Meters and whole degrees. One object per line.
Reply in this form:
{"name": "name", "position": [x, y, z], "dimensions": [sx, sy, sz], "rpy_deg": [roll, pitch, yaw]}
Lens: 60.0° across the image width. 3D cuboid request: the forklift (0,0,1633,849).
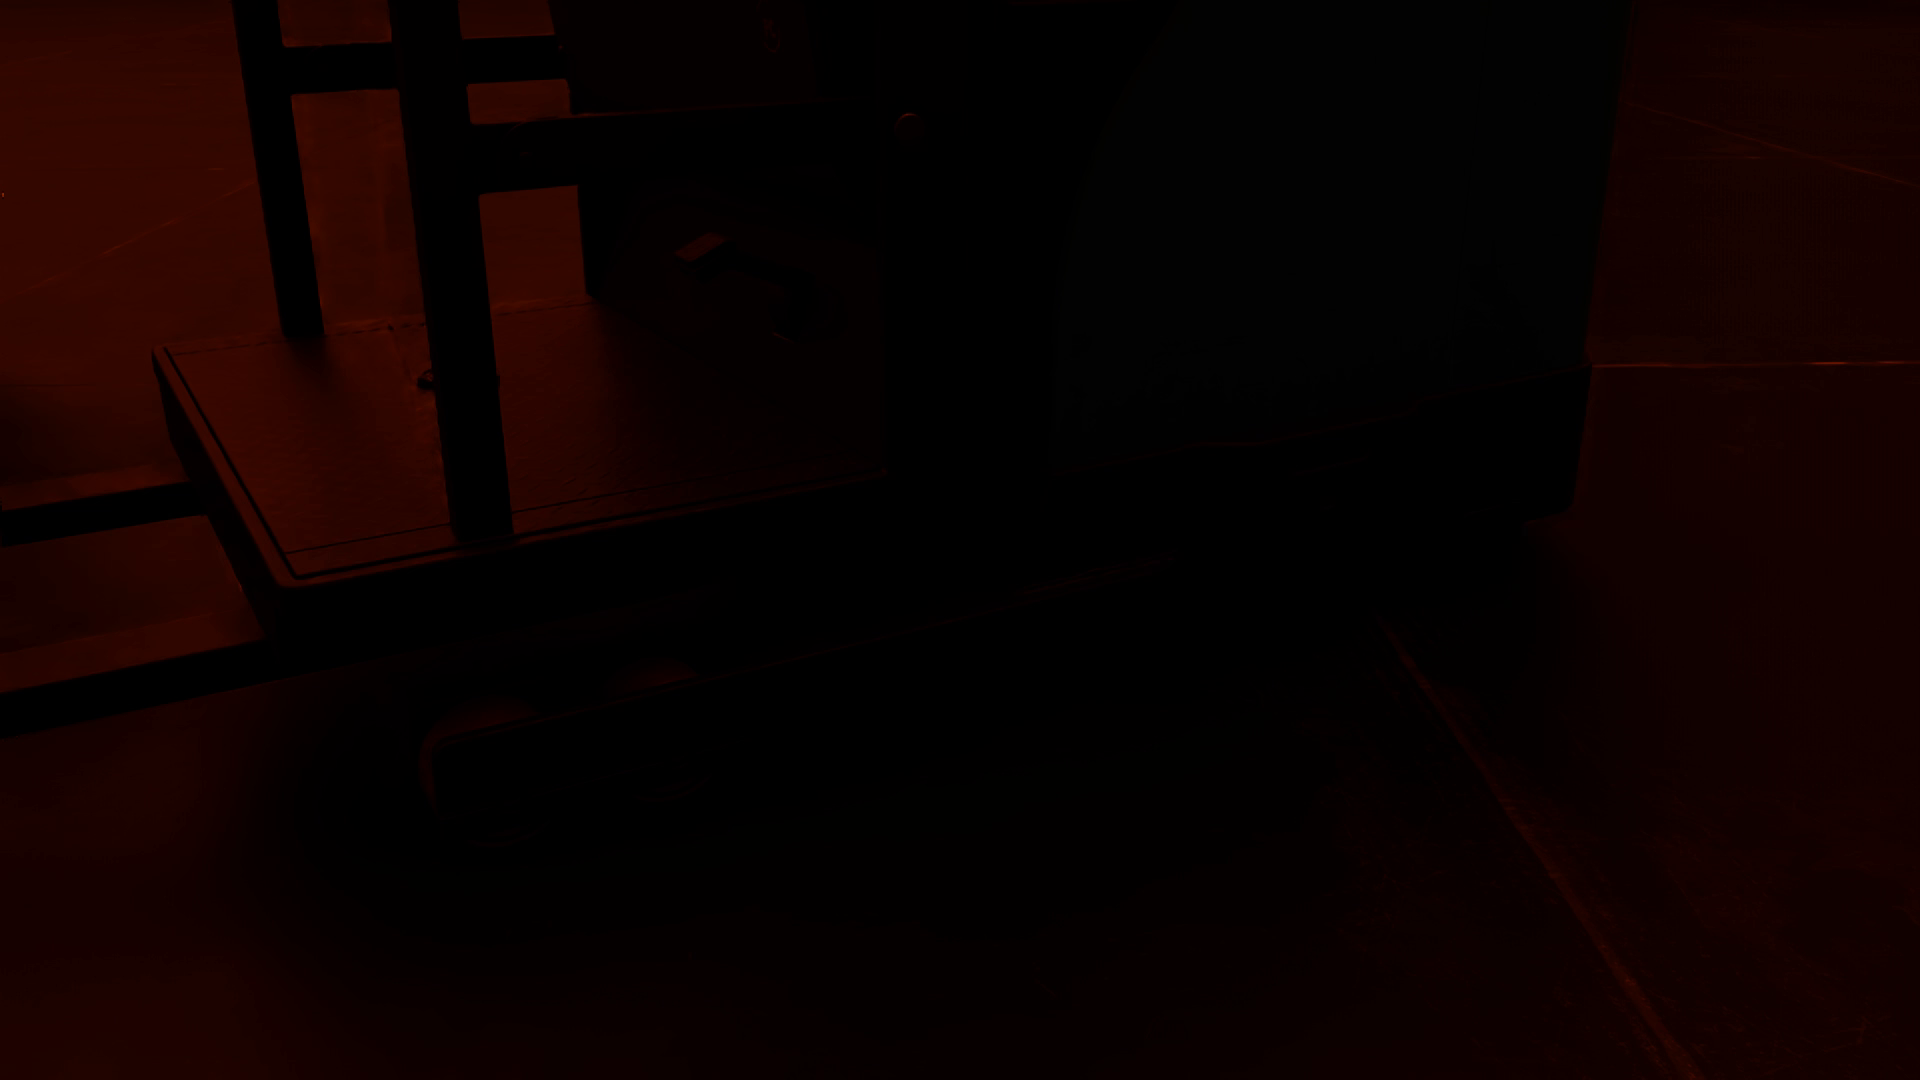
{"name": "forklift", "position": [-0.532, -1.241, 1.886], "dimensions": [3.031, 2.935, 1.130], "rpy_deg": [-12, 25, -28]}
